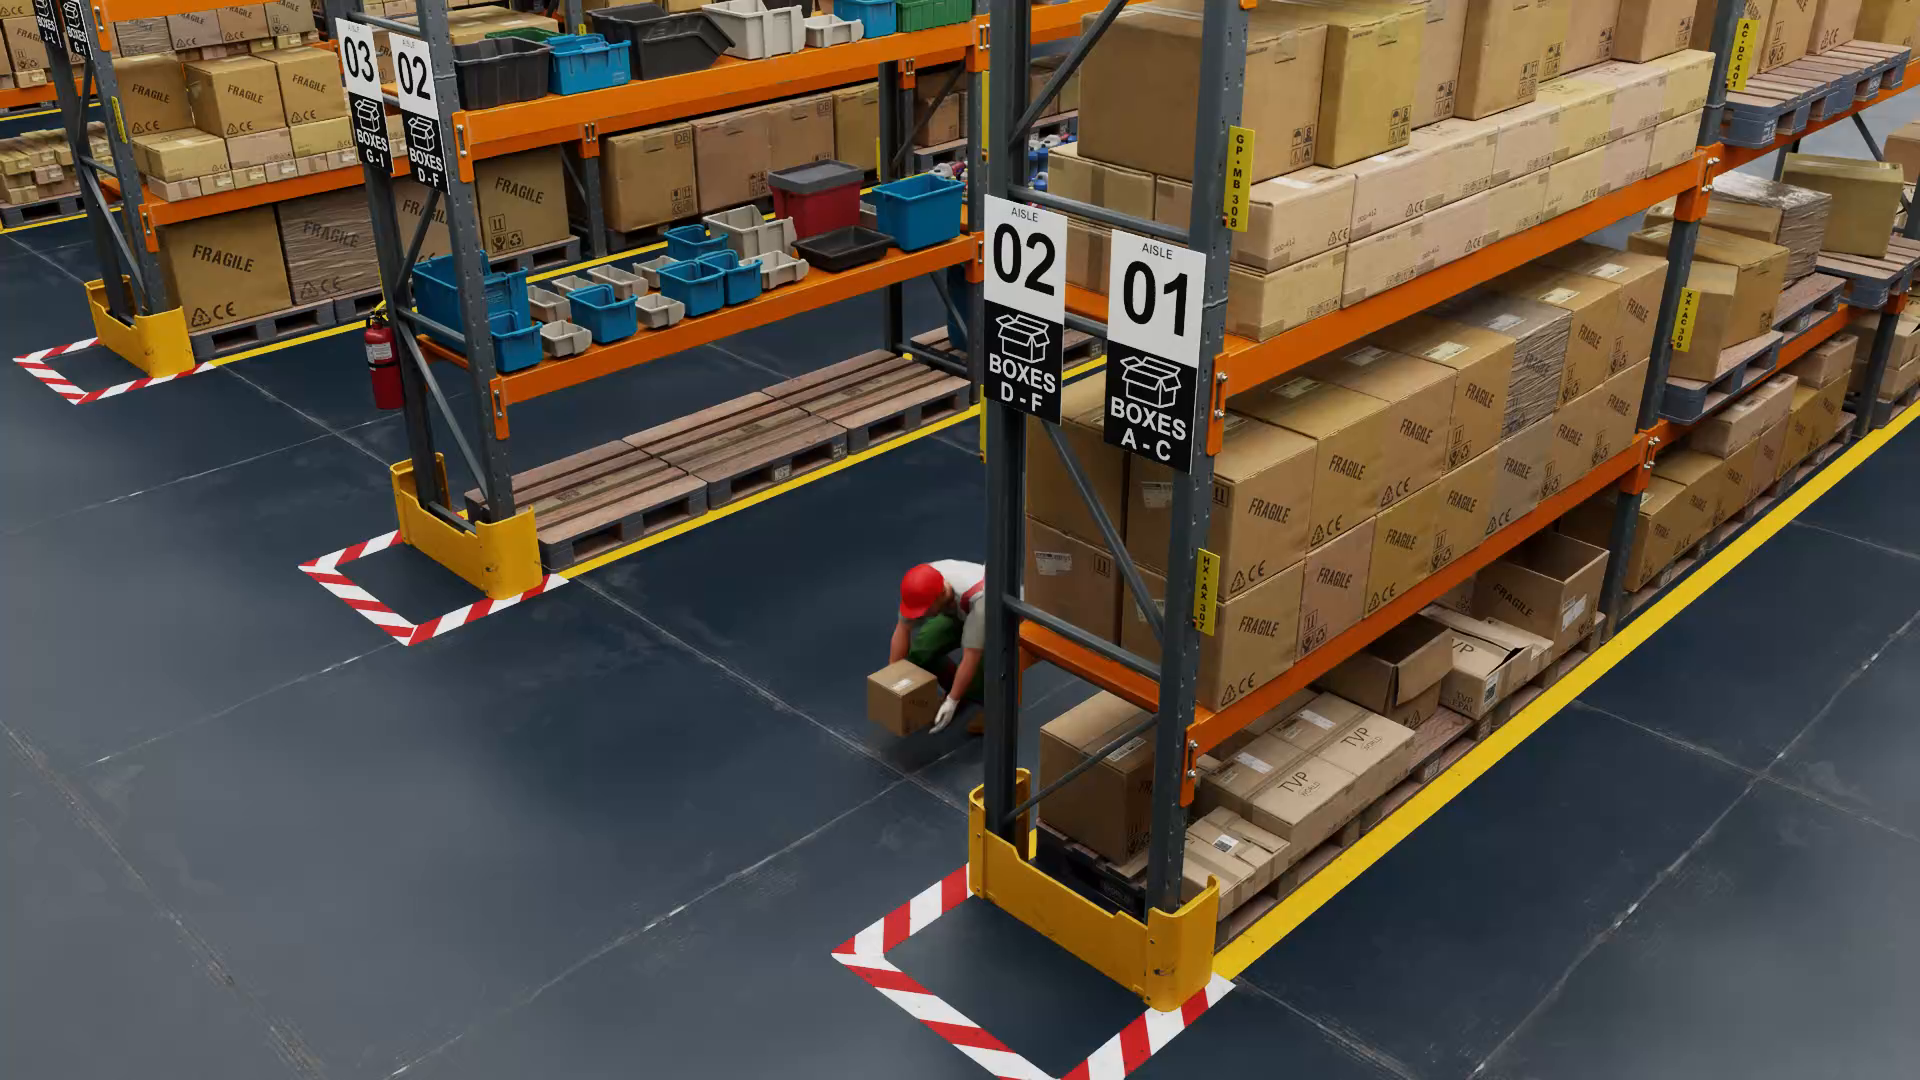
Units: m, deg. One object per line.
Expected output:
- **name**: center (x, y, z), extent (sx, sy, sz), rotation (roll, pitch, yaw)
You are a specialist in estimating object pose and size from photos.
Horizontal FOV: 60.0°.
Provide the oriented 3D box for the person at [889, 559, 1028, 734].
- **person**: center (0.010, 0.492, 8.428), extent (0.578, 1.073, 0.863), rotation (24, 36, 38)
